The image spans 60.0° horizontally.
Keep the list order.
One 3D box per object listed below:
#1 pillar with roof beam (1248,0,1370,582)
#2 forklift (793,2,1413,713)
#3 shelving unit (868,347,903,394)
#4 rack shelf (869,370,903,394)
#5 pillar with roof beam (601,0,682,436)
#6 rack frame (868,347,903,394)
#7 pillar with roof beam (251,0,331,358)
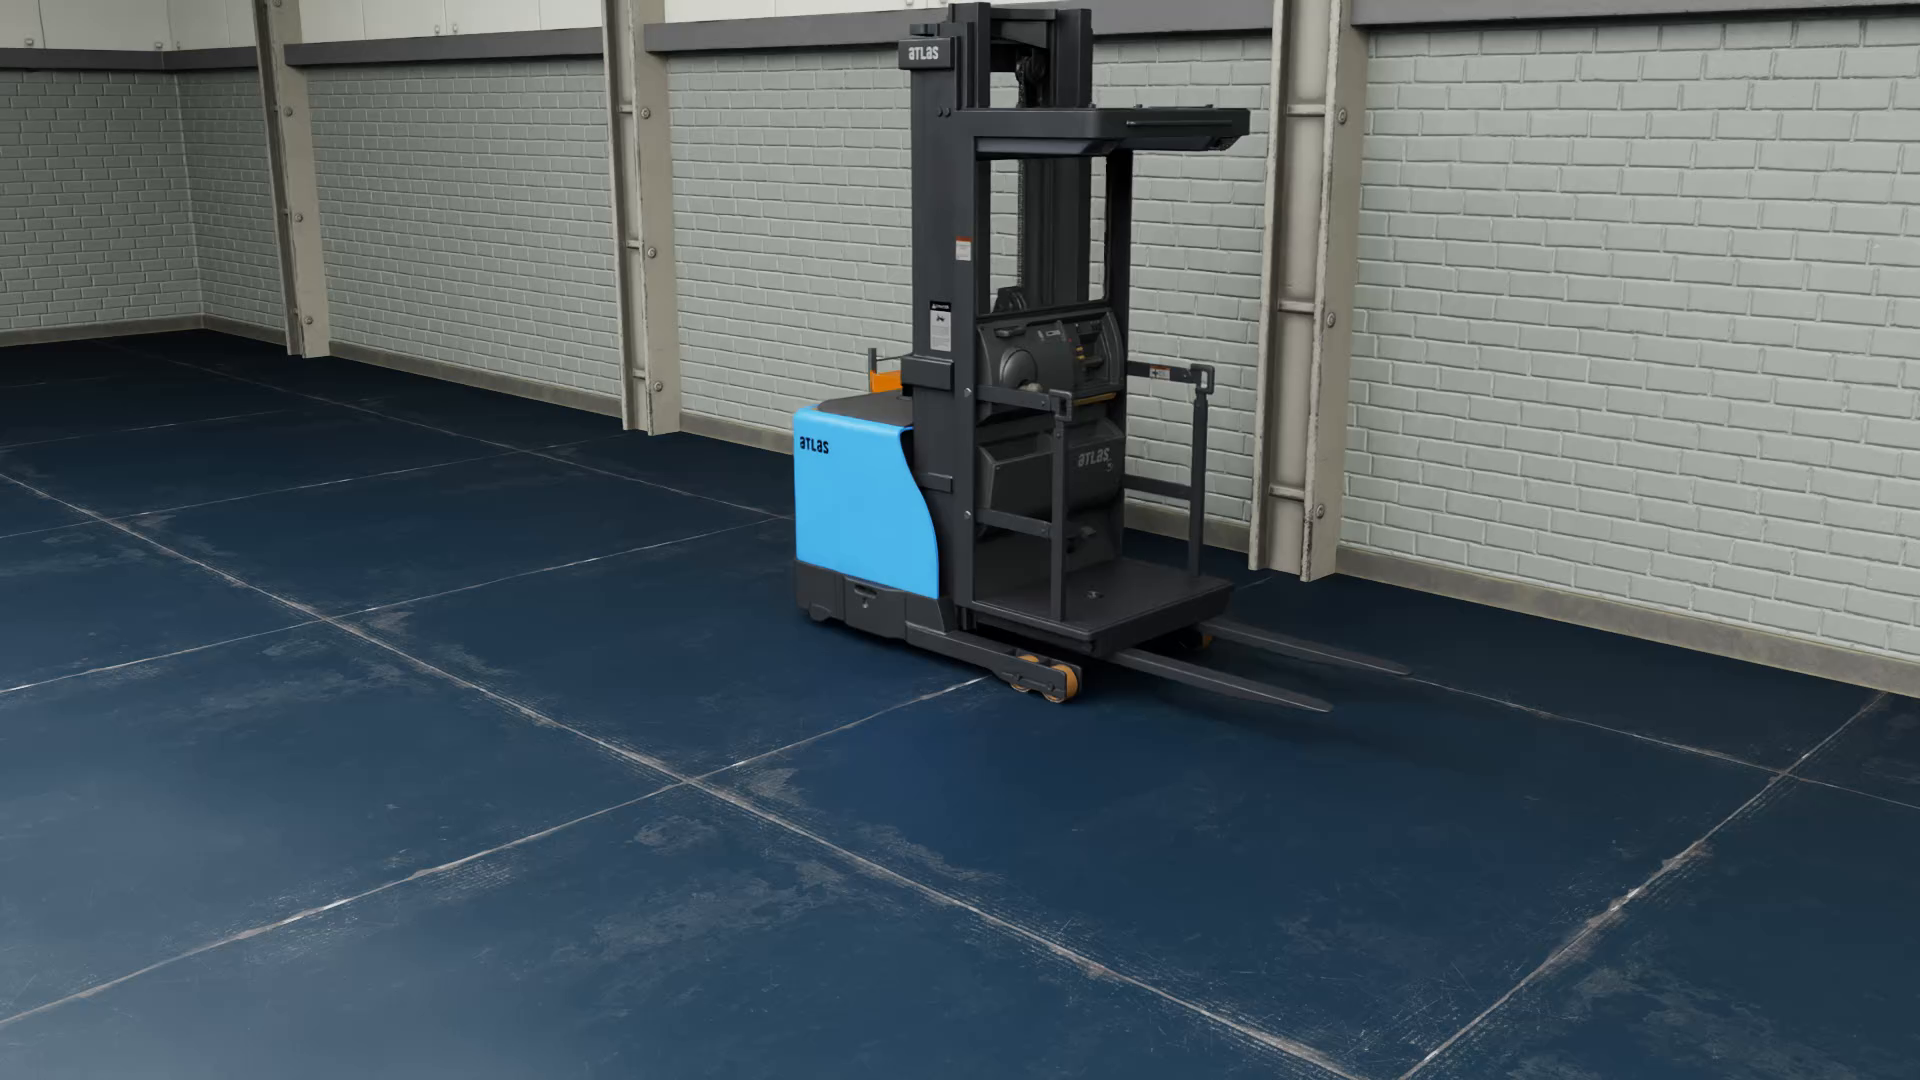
[{"bbox_3d":[-1.129,-3.406,5.158,0.400,9.000,9.100,14,20,42],"label":"pillar with roof beam"},{"bbox_3d":[0.574,-0.858,7.412,3.031,2.935,1.130,14,20,42],"label":"forklift"},{"bbox_3d":[0.005,-0.543,9.786,1.048,1.125,0.538,14,20,42],"label":"shelving unit"},{"bbox_3d":[0.005,-0.826,9.712,1.000,0.278,0.538,14,20,42],"label":"rack shelf"},{"bbox_3d":[-5.448,-4.456,9.188,0.400,9.000,9.100,14,20,42],"label":"pillar with roof beam"},{"bbox_3d":[-0.361,-0.632,10.127,0.032,1.125,0.500,14,20,42],"label":"rack frame"},{"bbox_3d":[-9.767,-5.506,13.218,0.400,9.000,9.100,14,20,42],"label":"pillar with roof beam"}]
